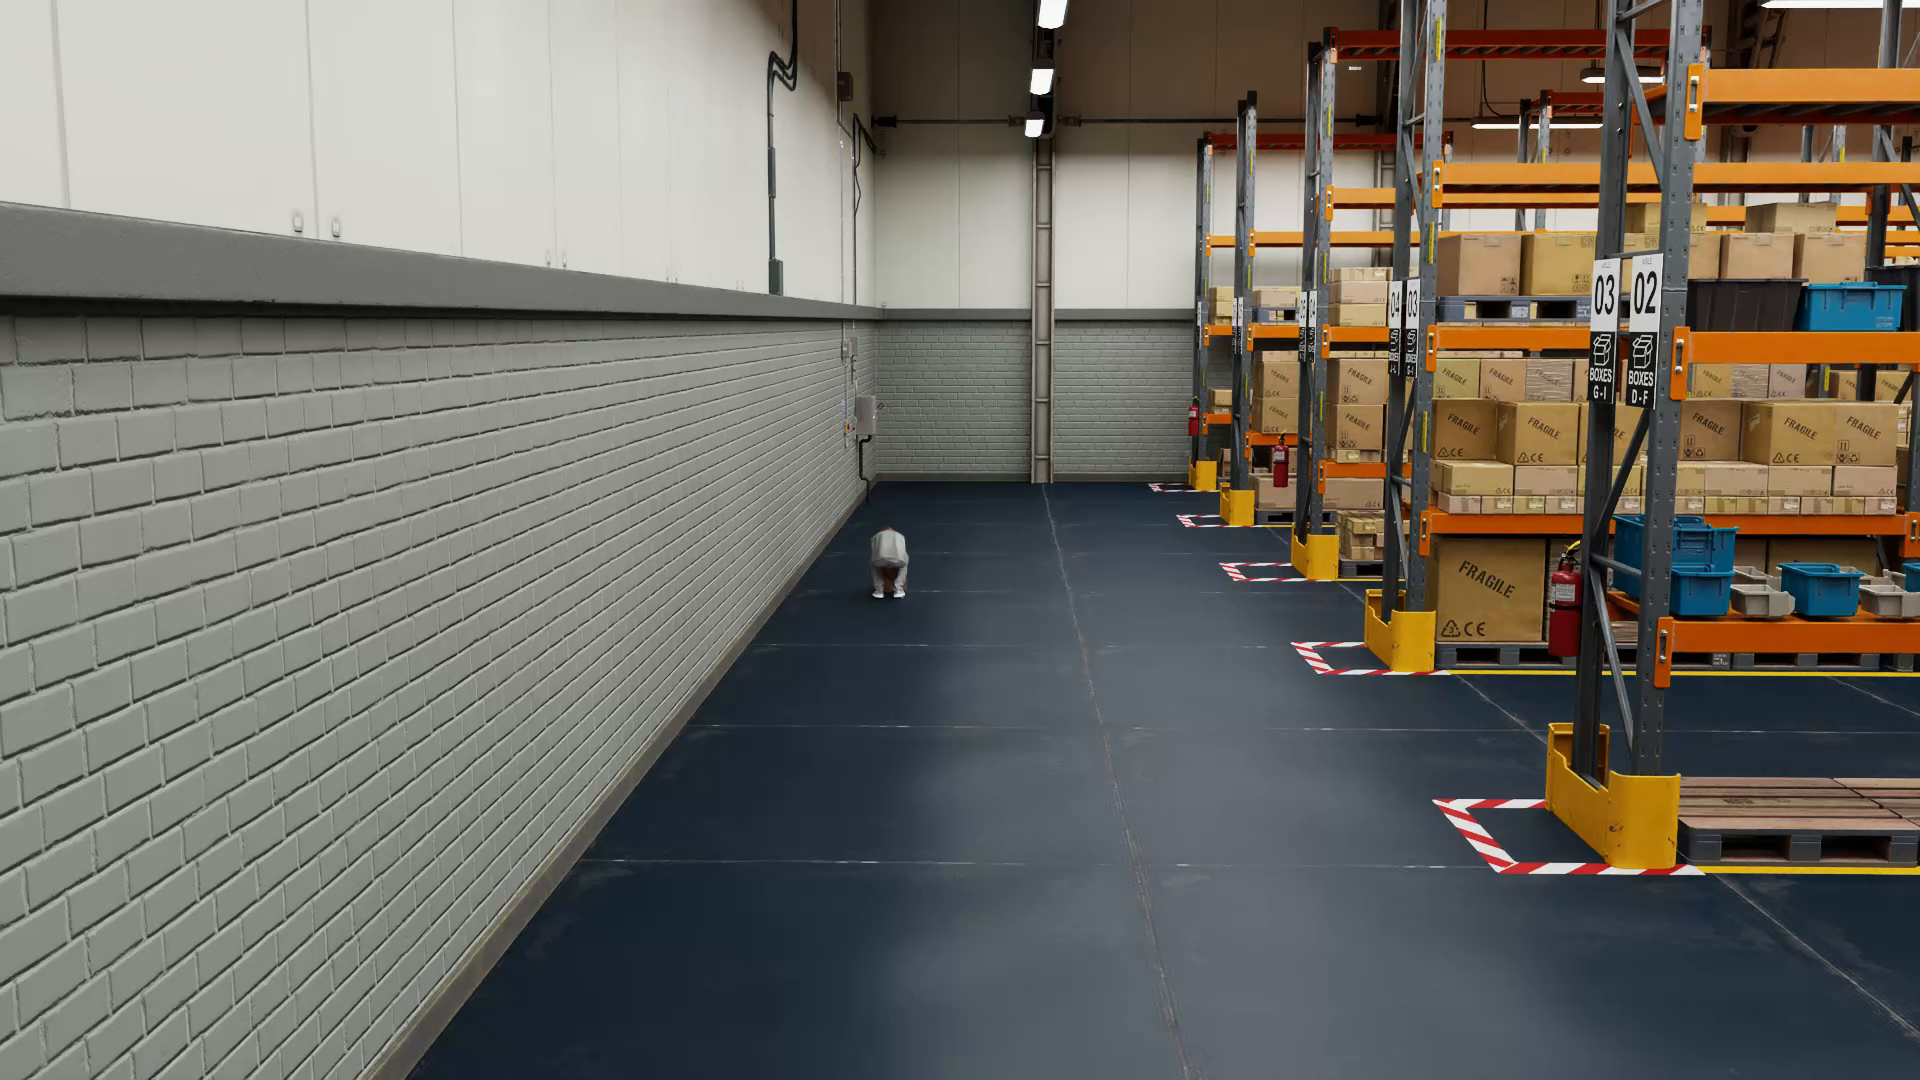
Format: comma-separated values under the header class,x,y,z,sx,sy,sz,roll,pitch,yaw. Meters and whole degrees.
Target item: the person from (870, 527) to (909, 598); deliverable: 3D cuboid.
class,x,y,z,sx,sy,sz,roll,pitch,yaw
person,-0.745,0.256,17.489,0.418,0.696,0.859,0,7,0
